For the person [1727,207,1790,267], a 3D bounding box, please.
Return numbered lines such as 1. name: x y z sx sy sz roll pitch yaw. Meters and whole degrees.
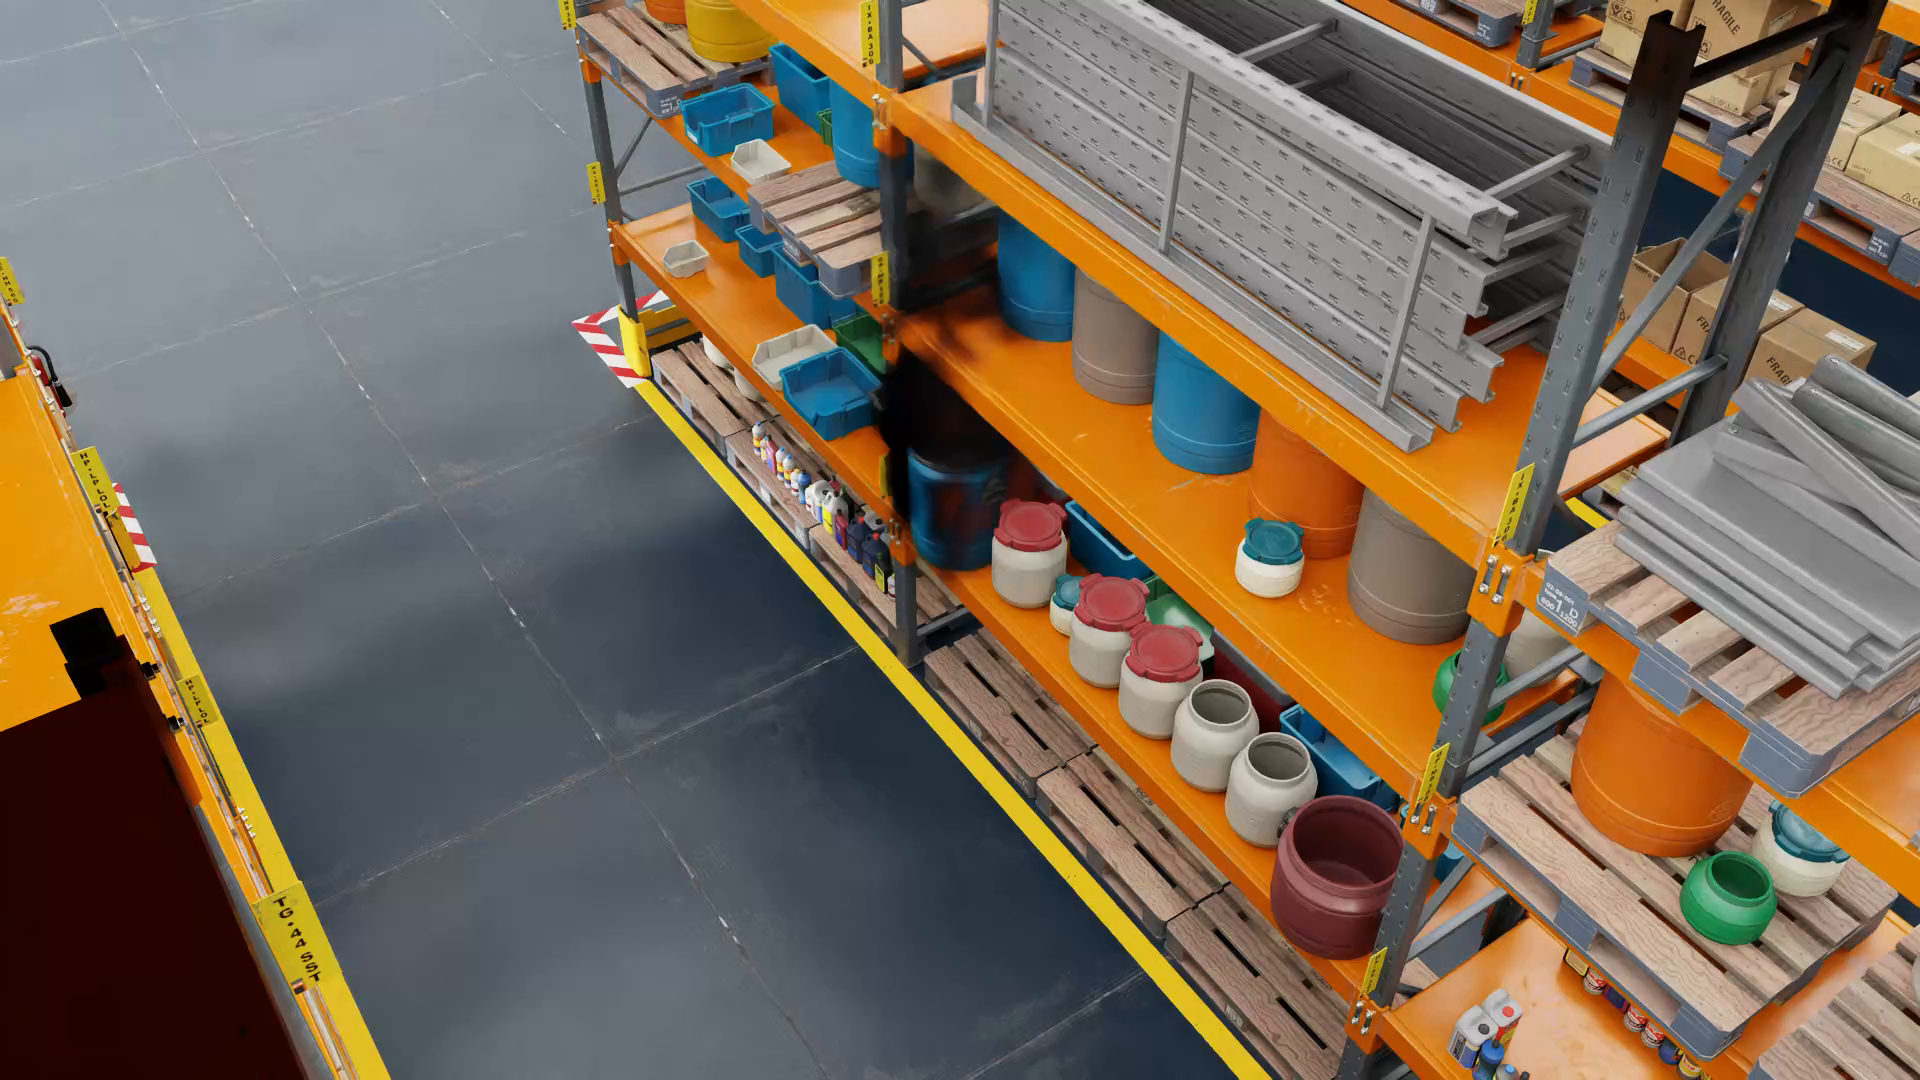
1. person: 6.142 -2.136 12.755 0.667 1.808 0.894 -29 50 -28
